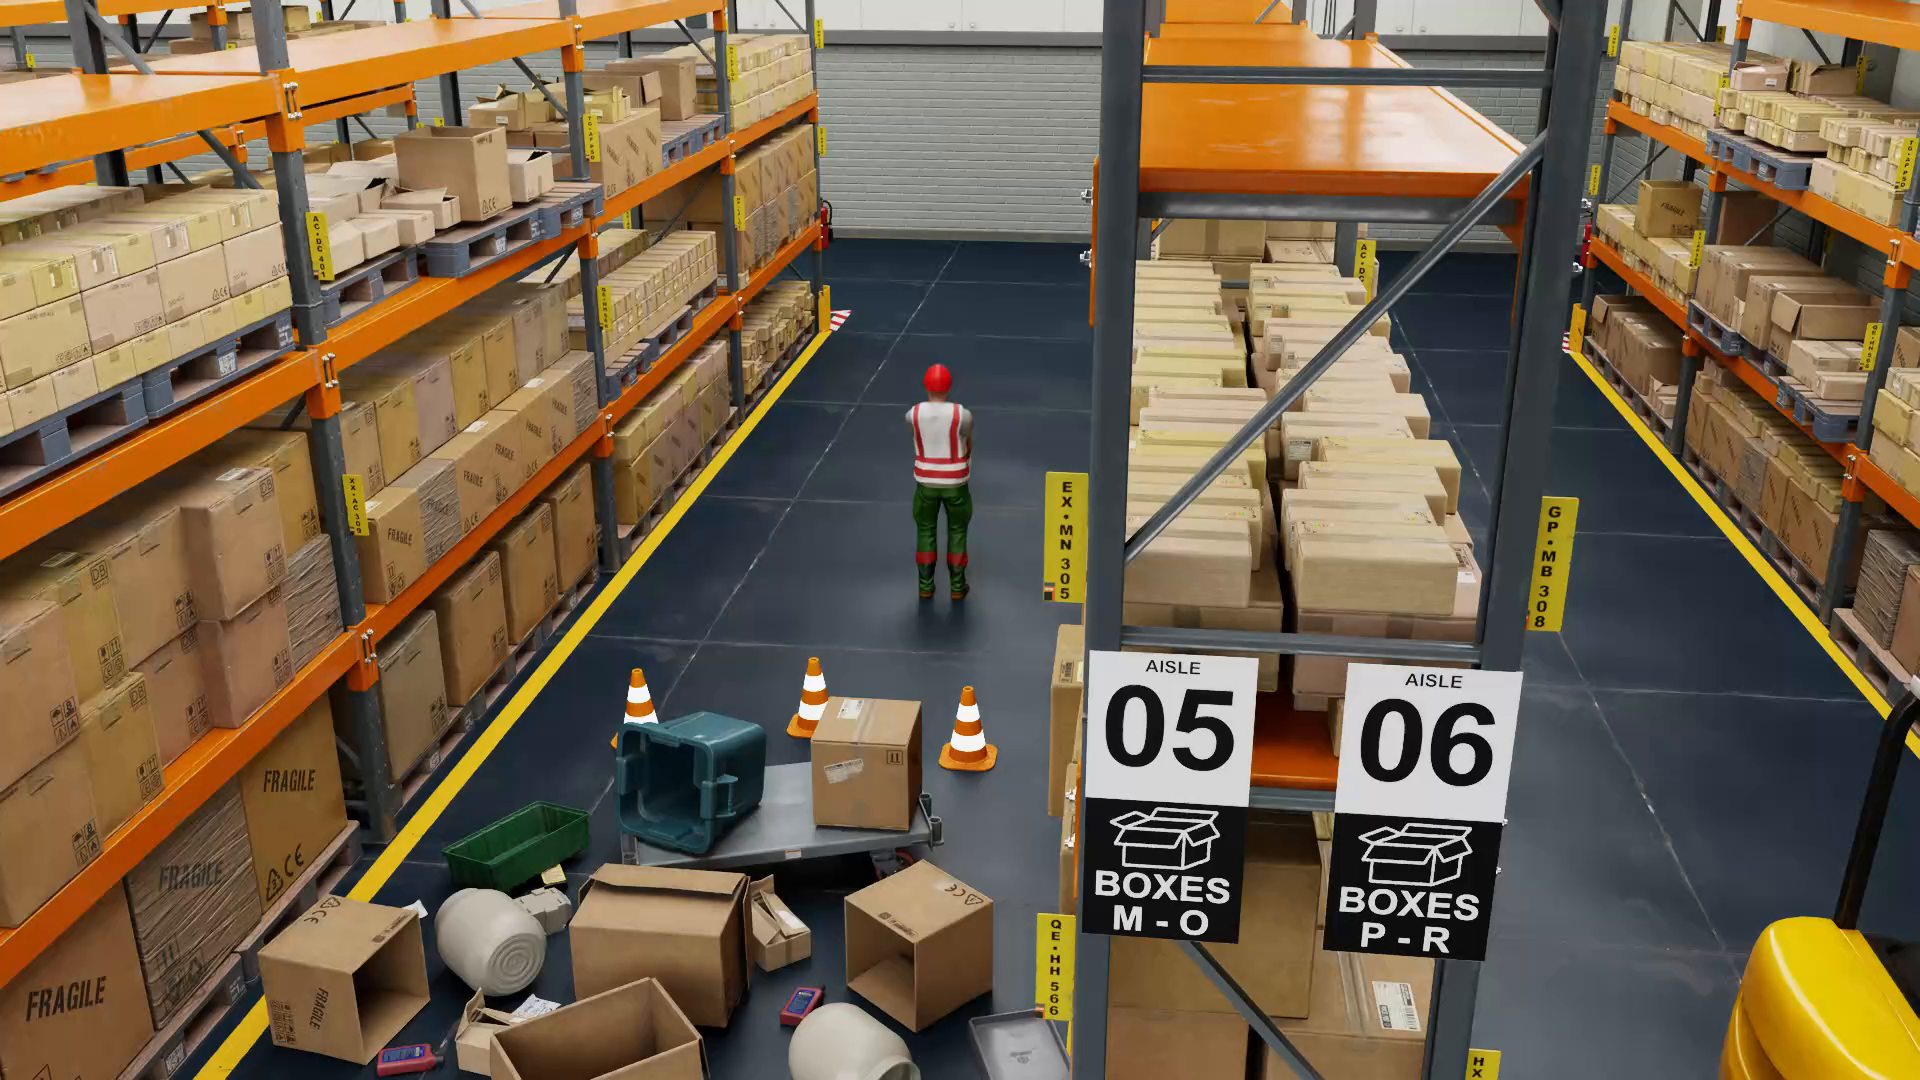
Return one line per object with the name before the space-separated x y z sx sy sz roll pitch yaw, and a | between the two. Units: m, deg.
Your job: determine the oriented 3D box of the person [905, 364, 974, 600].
person | -0.131 -0.467 12.271 0.494 1.784 0.564 3 21 7
